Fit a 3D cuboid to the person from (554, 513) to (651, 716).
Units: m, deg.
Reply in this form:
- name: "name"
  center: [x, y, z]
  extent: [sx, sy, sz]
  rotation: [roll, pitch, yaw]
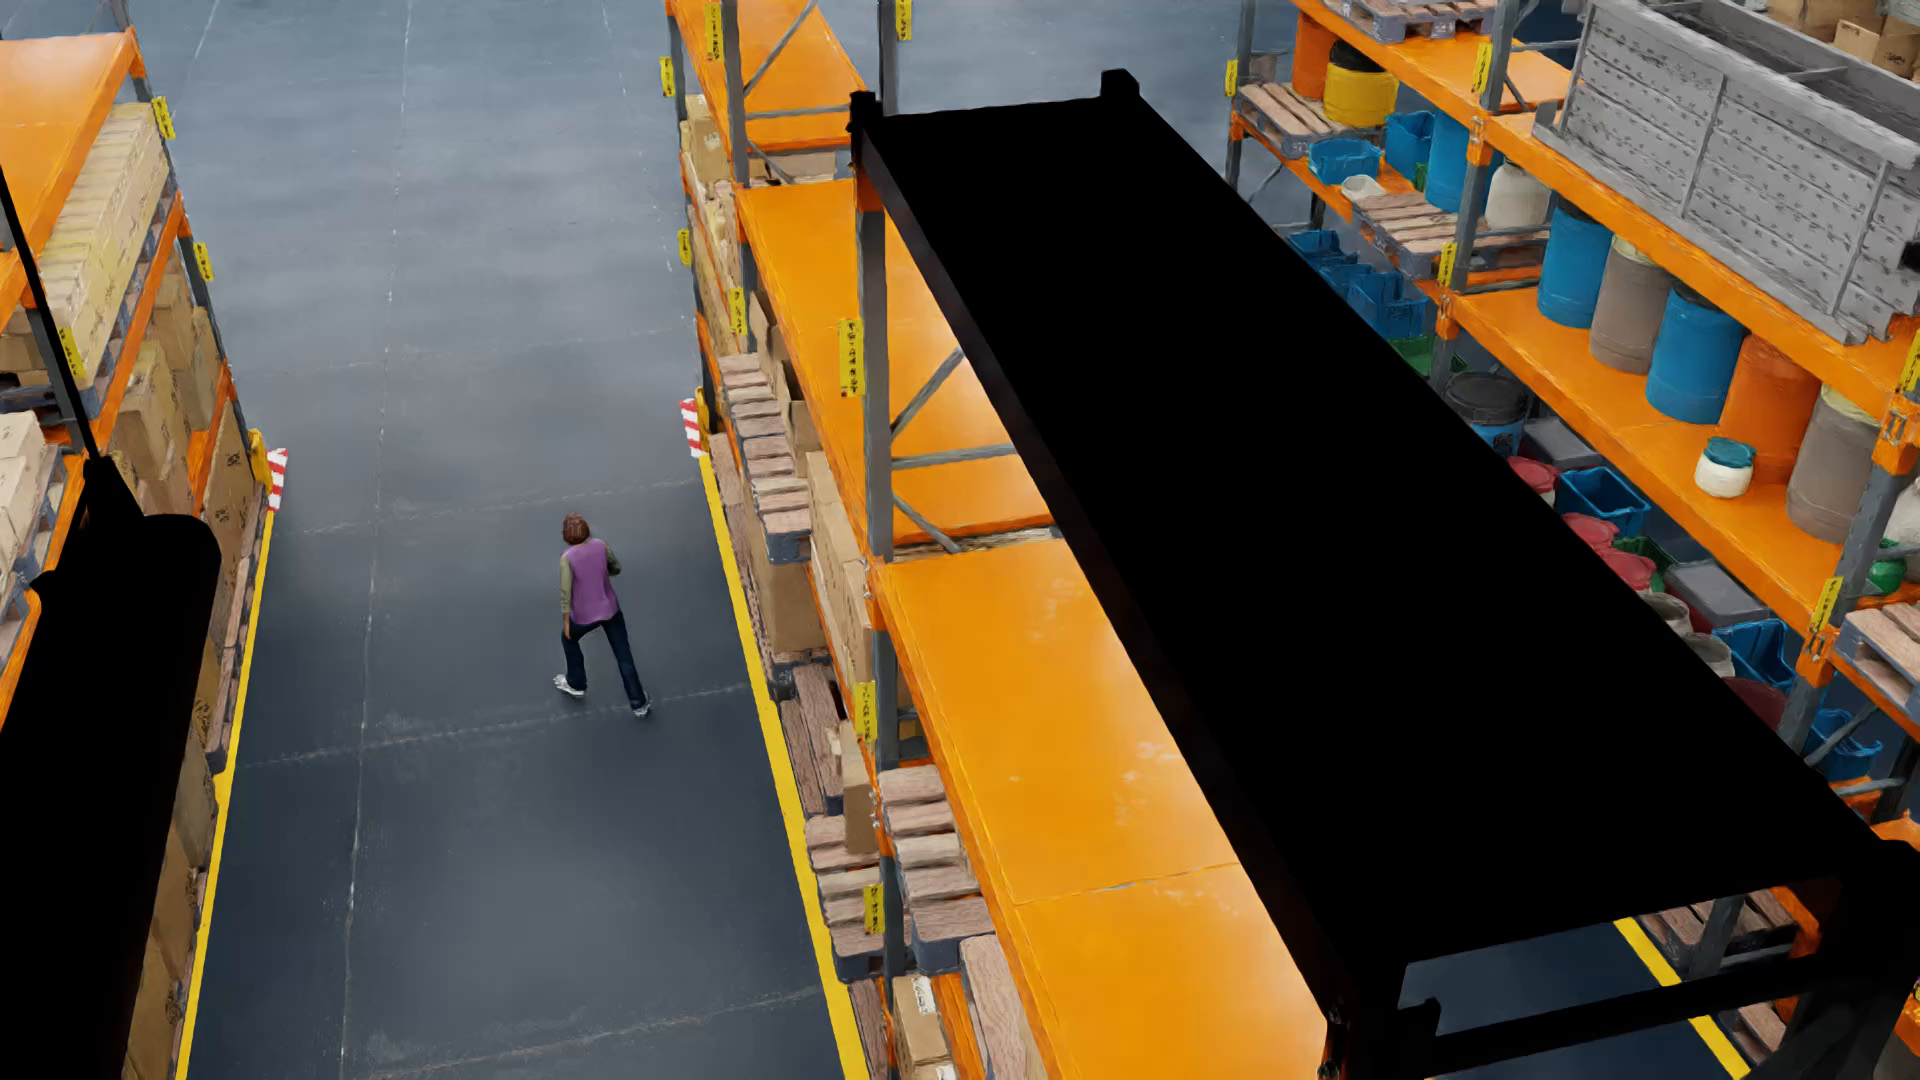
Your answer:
- name: "person"
  center: [-2.630, 0.533, 11.943]
  extent: [0.562, 1.527, 0.782]
  rotation: [-19, 39, -26]
